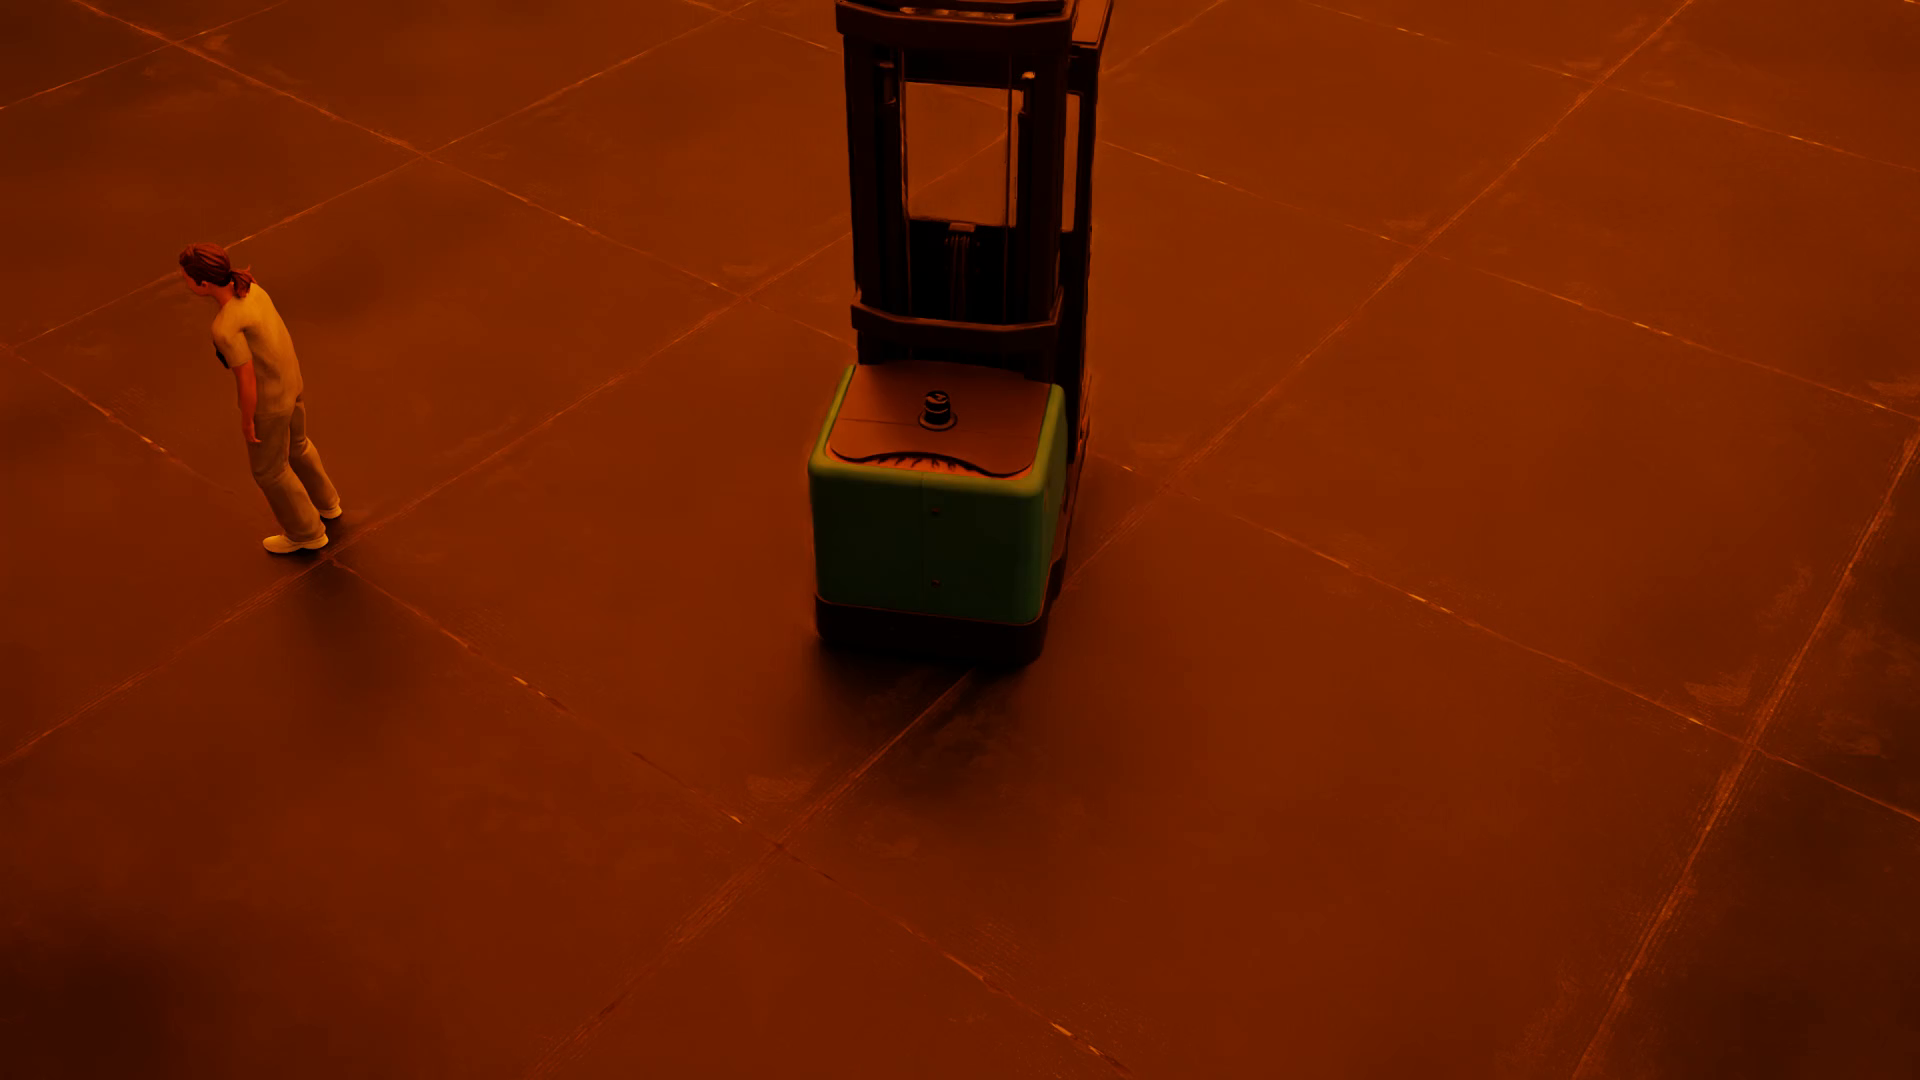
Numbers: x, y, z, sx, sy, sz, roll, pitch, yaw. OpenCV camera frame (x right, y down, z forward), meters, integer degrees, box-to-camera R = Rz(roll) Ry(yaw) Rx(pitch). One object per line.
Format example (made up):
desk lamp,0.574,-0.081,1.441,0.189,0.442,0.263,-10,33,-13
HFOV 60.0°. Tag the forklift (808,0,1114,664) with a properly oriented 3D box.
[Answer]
forklift,0.089,-1.512,7.847,1.130,2.935,3.031,6,41,7

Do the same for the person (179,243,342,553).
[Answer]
person,-3.280,-0.675,7.837,0.365,1.671,0.501,0,40,0
